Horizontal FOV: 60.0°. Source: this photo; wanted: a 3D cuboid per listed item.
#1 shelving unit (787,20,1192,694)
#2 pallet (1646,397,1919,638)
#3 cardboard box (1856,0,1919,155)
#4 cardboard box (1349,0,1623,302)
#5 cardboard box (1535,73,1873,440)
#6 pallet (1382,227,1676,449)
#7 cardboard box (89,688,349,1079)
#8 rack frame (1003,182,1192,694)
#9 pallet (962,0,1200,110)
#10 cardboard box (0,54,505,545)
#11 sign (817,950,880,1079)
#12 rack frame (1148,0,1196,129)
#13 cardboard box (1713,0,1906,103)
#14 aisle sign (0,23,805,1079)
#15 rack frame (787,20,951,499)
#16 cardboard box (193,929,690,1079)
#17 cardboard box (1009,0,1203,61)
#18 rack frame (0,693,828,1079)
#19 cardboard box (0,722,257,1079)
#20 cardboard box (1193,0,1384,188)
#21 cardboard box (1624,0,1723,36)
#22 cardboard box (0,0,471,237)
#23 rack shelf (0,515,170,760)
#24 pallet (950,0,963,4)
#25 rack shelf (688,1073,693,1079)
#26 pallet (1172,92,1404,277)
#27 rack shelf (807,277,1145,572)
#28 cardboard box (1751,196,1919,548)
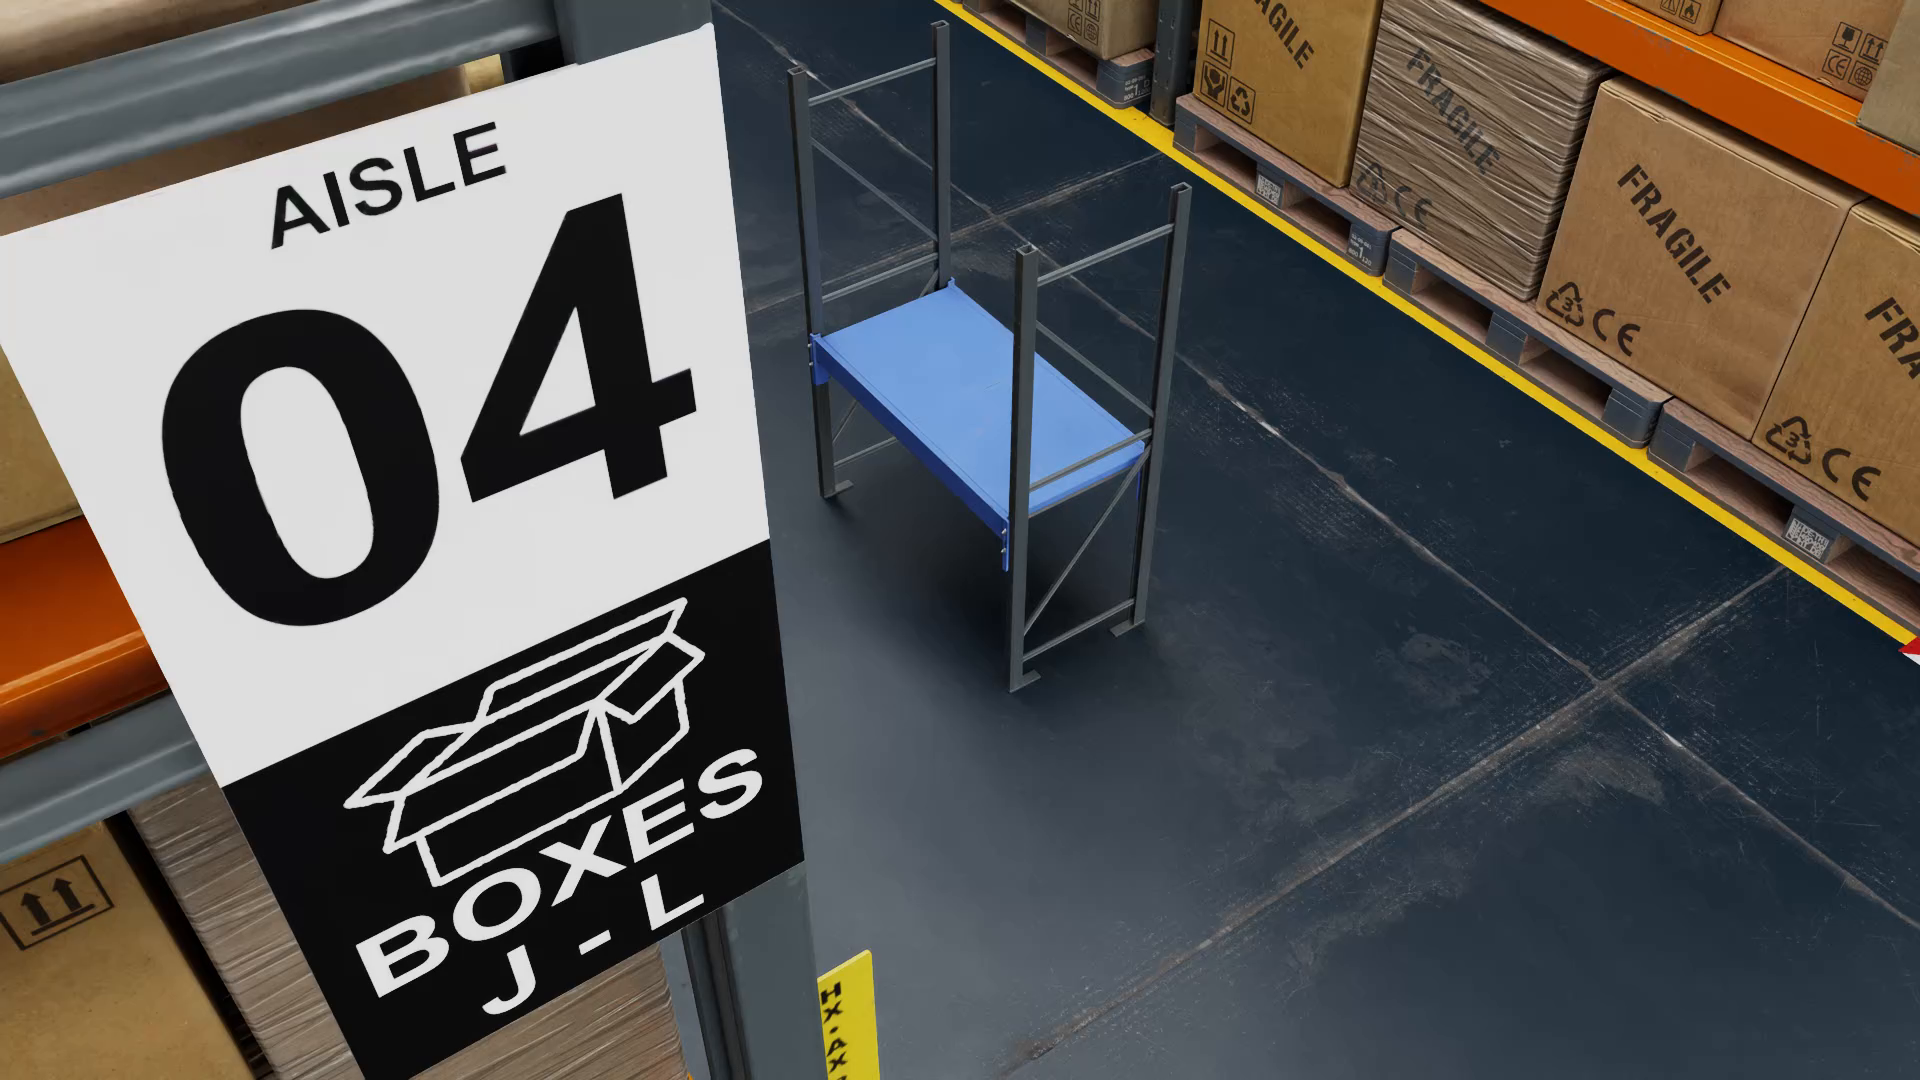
[{"bbox_3d":[0.049,-0.494,4.682,0.538,1.500,1.048,-26,49,-24],"label":"shelving unit"},{"bbox_3d":[3.023,-0.217,5.324,1.003,0.211,1.213,-26,49,-24],"label":"pallet"},{"bbox_3d":[2.963,-1.353,4.386,0.875,0.550,0.550,-26,49,-24],"label":"cardboard box"},{"bbox_3d":[2.078,-1.559,5.946,0.875,0.875,0.875,-25,49,-24],"label":"cardboard box"},{"bbox_3d":[2.598,-1.042,5.404,0.875,0.875,0.875,-26,50,-25],"label":"cardboard box"},{"bbox_3d":[2.329,-0.907,6.047,1.003,0.211,1.213,-26,49,-24],"label":"pallet"},{"bbox_3d":[-0.672,0.174,1.883,0.500,0.500,0.500,-26,49,-24],"label":"cardboard box"},{"bbox_3d":[0.340,-0.206,4.380,0.500,1.500,0.032,-26,49,-24],"label":"rack frame"},{"bbox_3d":[0.753,-2.467,7.682,1.003,0.211,1.213,-26,49,-24],"label":"pallet"},{"bbox_3d":[-0.645,-0.307,1.335,0.500,0.250,0.500,-24,49,-23],"label":"cardboard box"},{"bbox_3d":[-0.136,0.571,1.852,0.100,0.325,0.005,-26,49,-24],"label":"sign"},{"bbox_3d":[1.256,-3.069,6.292,1.000,3.000,0.127,-26,49,-24],"label":"rack frame"},{"bbox_3d":[2.745,-1.719,4.770,0.875,0.550,0.550,-26,49,-24],"label":"cardboard box"},{"bbox_3d":[-0.300,0.075,1.116,0.394,0.787,0.004,-26,49,-24],"label":"aisle sign"},{"bbox_3d":[-0.242,-0.782,4.983,0.500,1.500,0.032,-26,49,-24],"label":"rack frame"},{"bbox_3d":[-0.873,0.633,2.127,0.875,0.500,0.500,-26,49,-24],"label":"cardboard box"},{"bbox_3d":[0.828,-2.723,7.255,1.050,0.750,0.750,-26,49,-25],"label":"cardboard box"},{"bbox_3d":[-0.581,1.099,1.927,1.000,3.000,0.127,-26,49,-24],"label":"rack frame"},{"bbox_3d":[-1.099,0.380,1.668,0.500,0.500,0.500,-26,49,-24],"label":"cardboard box"},{"bbox_3d":[1.559,-2.068,6.479,0.875,0.875,0.875,-25,49,-24],"label":"cardboard box"},{"bbox_3d":[2.408,-2.003,5.067,0.875,0.550,0.500,-26,49,-24],"label":"cardboard box"},{"bbox_3d":[-0.549,-0.323,1.064,0.380,0.149,0.250,-26,49,-25],"label":"cardboard box"},{"bbox_3d":[-1.725,-0.859,2.326,1.077,0.370,4.000,-26,49,-24],"label":"rack shelf"},{"bbox_3d":[0.051,-3.159,8.406,1.003,0.211,1.213,-26,49,-24],"label":"pallet"},{"bbox_3d":[-1.725,0.226,3.362,1.077,0.370,4.000,-26,49,-24],"label":"rack shelf"},{"bbox_3d":[1.627,-1.598,6.772,1.003,0.211,1.213,-26,49,-24],"label":"pallet"},{"bbox_3d":[0.049,-0.364,4.806,0.538,0.185,1.000,-26,49,-24],"label":"rack shelf"},{"bbox_3d":[3.103,-0.545,4.883,0.875,0.875,0.875,-25,49,-24],"label":"cardboard box"}]
